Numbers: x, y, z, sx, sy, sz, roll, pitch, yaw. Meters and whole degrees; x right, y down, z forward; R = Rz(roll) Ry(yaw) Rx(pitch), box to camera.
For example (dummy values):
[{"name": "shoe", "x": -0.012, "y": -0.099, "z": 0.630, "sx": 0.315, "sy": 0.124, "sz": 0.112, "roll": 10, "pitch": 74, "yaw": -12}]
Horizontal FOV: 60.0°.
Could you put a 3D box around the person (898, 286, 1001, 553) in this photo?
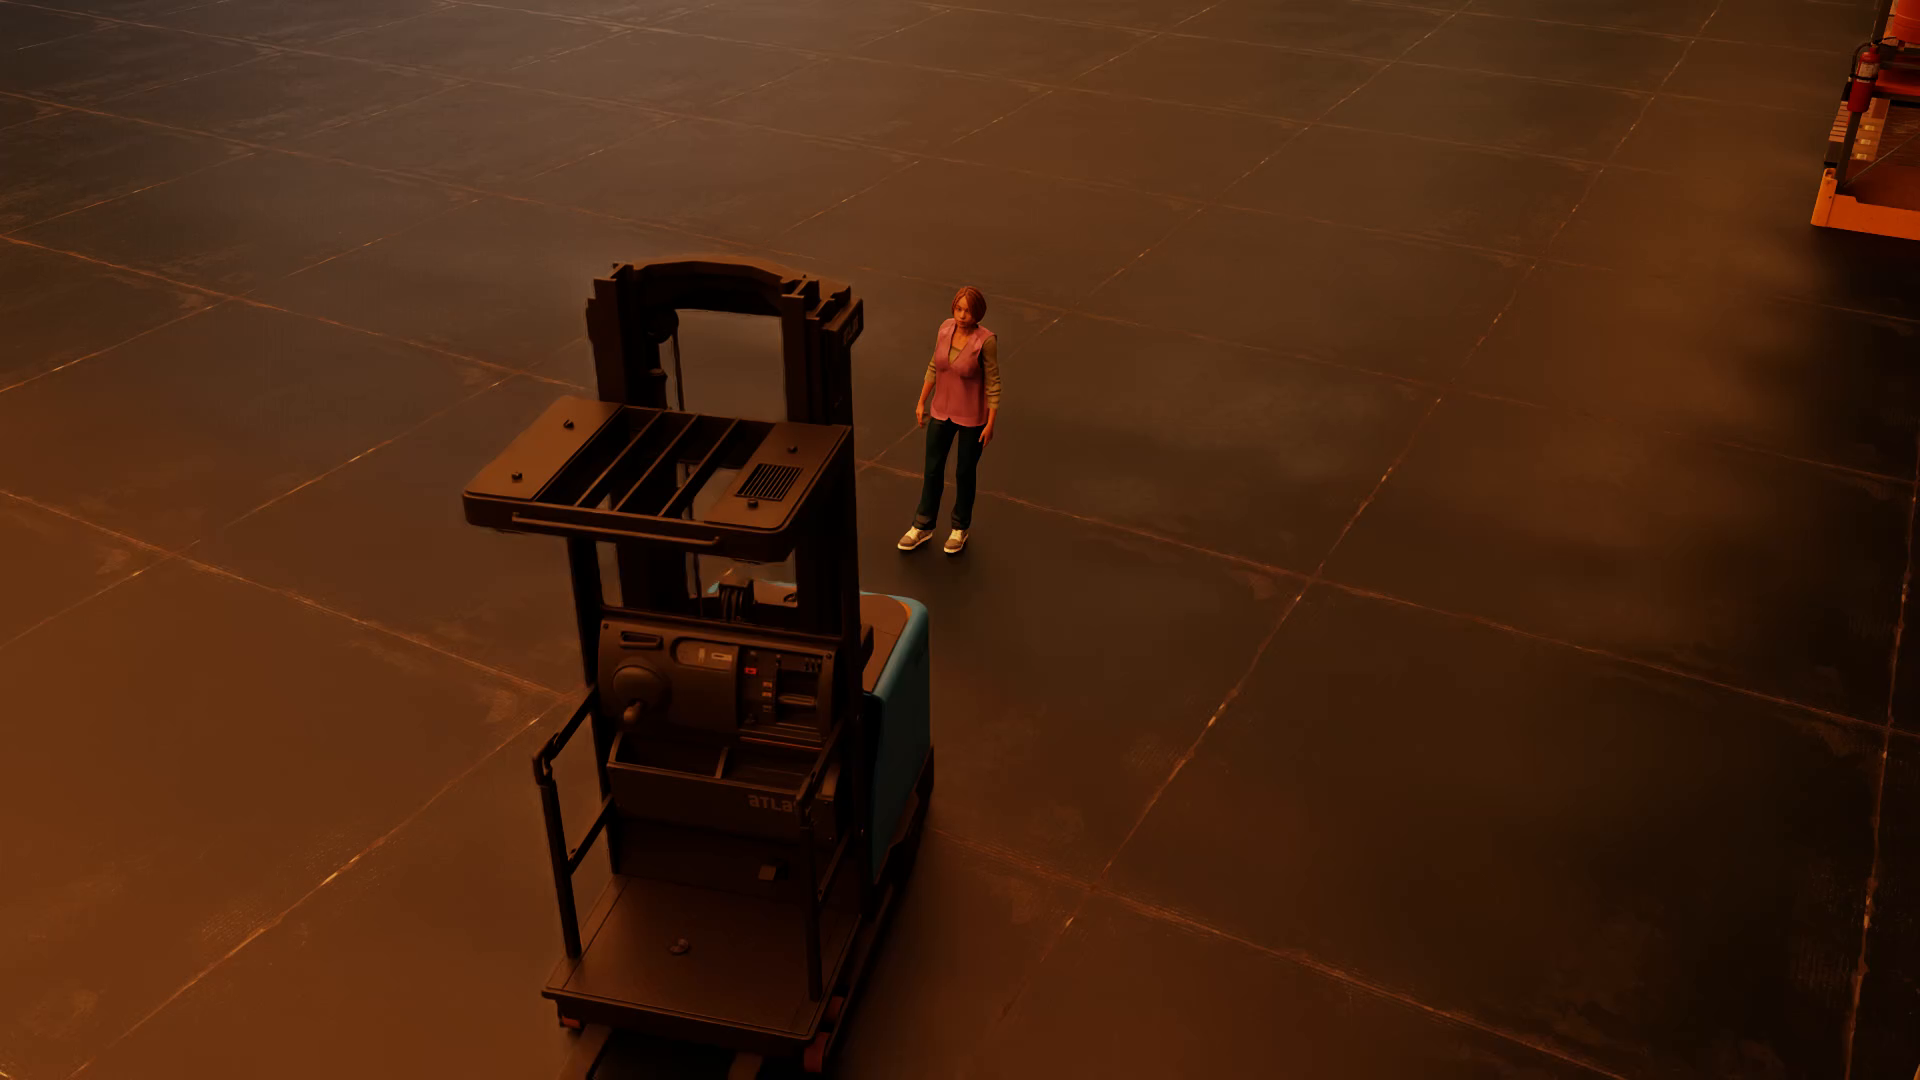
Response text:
[{"name": "person", "x": -0.049, "y": -0.667, "z": 9.550, "sx": 0.520, "sy": 1.595, "sz": 0.473, "roll": 15, "pitch": 33, "yaw": 25}]

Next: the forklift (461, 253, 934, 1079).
[{"name": "forklift", "x": -0.964, "y": 0.583, "z": 6.060, "sx": 1.130, "sy": 2.935, "sz": 3.031, "roll": 7, "pitch": 31, "yaw": 12}]
